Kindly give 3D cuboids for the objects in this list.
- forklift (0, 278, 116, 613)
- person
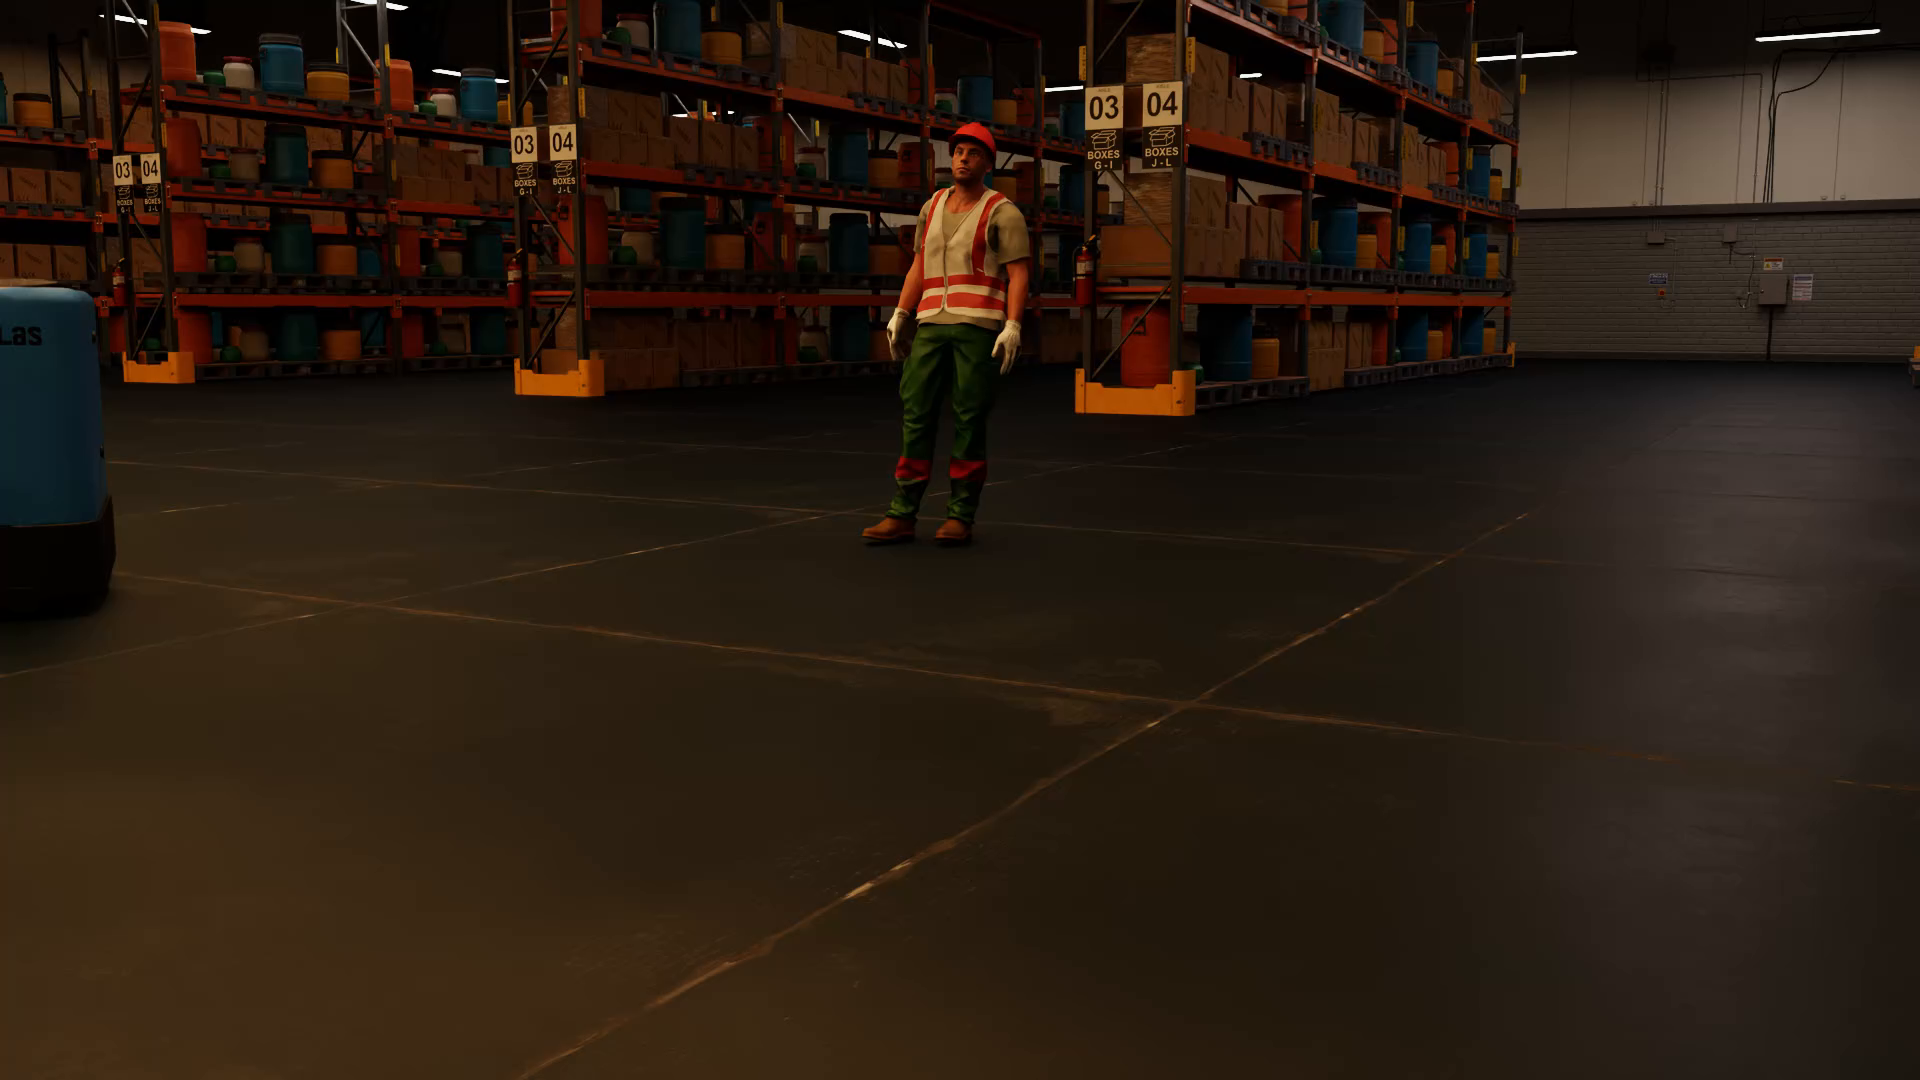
[{"bbox_3d":[-4.414,-1.179,5.134,3.031,2.935,1.130,-4,9,-25],"label":"forklift"},{"bbox_3d":[-0.050,-0.885,7.127,0.637,1.787,0.564,4,9,29],"label":"person"}]
